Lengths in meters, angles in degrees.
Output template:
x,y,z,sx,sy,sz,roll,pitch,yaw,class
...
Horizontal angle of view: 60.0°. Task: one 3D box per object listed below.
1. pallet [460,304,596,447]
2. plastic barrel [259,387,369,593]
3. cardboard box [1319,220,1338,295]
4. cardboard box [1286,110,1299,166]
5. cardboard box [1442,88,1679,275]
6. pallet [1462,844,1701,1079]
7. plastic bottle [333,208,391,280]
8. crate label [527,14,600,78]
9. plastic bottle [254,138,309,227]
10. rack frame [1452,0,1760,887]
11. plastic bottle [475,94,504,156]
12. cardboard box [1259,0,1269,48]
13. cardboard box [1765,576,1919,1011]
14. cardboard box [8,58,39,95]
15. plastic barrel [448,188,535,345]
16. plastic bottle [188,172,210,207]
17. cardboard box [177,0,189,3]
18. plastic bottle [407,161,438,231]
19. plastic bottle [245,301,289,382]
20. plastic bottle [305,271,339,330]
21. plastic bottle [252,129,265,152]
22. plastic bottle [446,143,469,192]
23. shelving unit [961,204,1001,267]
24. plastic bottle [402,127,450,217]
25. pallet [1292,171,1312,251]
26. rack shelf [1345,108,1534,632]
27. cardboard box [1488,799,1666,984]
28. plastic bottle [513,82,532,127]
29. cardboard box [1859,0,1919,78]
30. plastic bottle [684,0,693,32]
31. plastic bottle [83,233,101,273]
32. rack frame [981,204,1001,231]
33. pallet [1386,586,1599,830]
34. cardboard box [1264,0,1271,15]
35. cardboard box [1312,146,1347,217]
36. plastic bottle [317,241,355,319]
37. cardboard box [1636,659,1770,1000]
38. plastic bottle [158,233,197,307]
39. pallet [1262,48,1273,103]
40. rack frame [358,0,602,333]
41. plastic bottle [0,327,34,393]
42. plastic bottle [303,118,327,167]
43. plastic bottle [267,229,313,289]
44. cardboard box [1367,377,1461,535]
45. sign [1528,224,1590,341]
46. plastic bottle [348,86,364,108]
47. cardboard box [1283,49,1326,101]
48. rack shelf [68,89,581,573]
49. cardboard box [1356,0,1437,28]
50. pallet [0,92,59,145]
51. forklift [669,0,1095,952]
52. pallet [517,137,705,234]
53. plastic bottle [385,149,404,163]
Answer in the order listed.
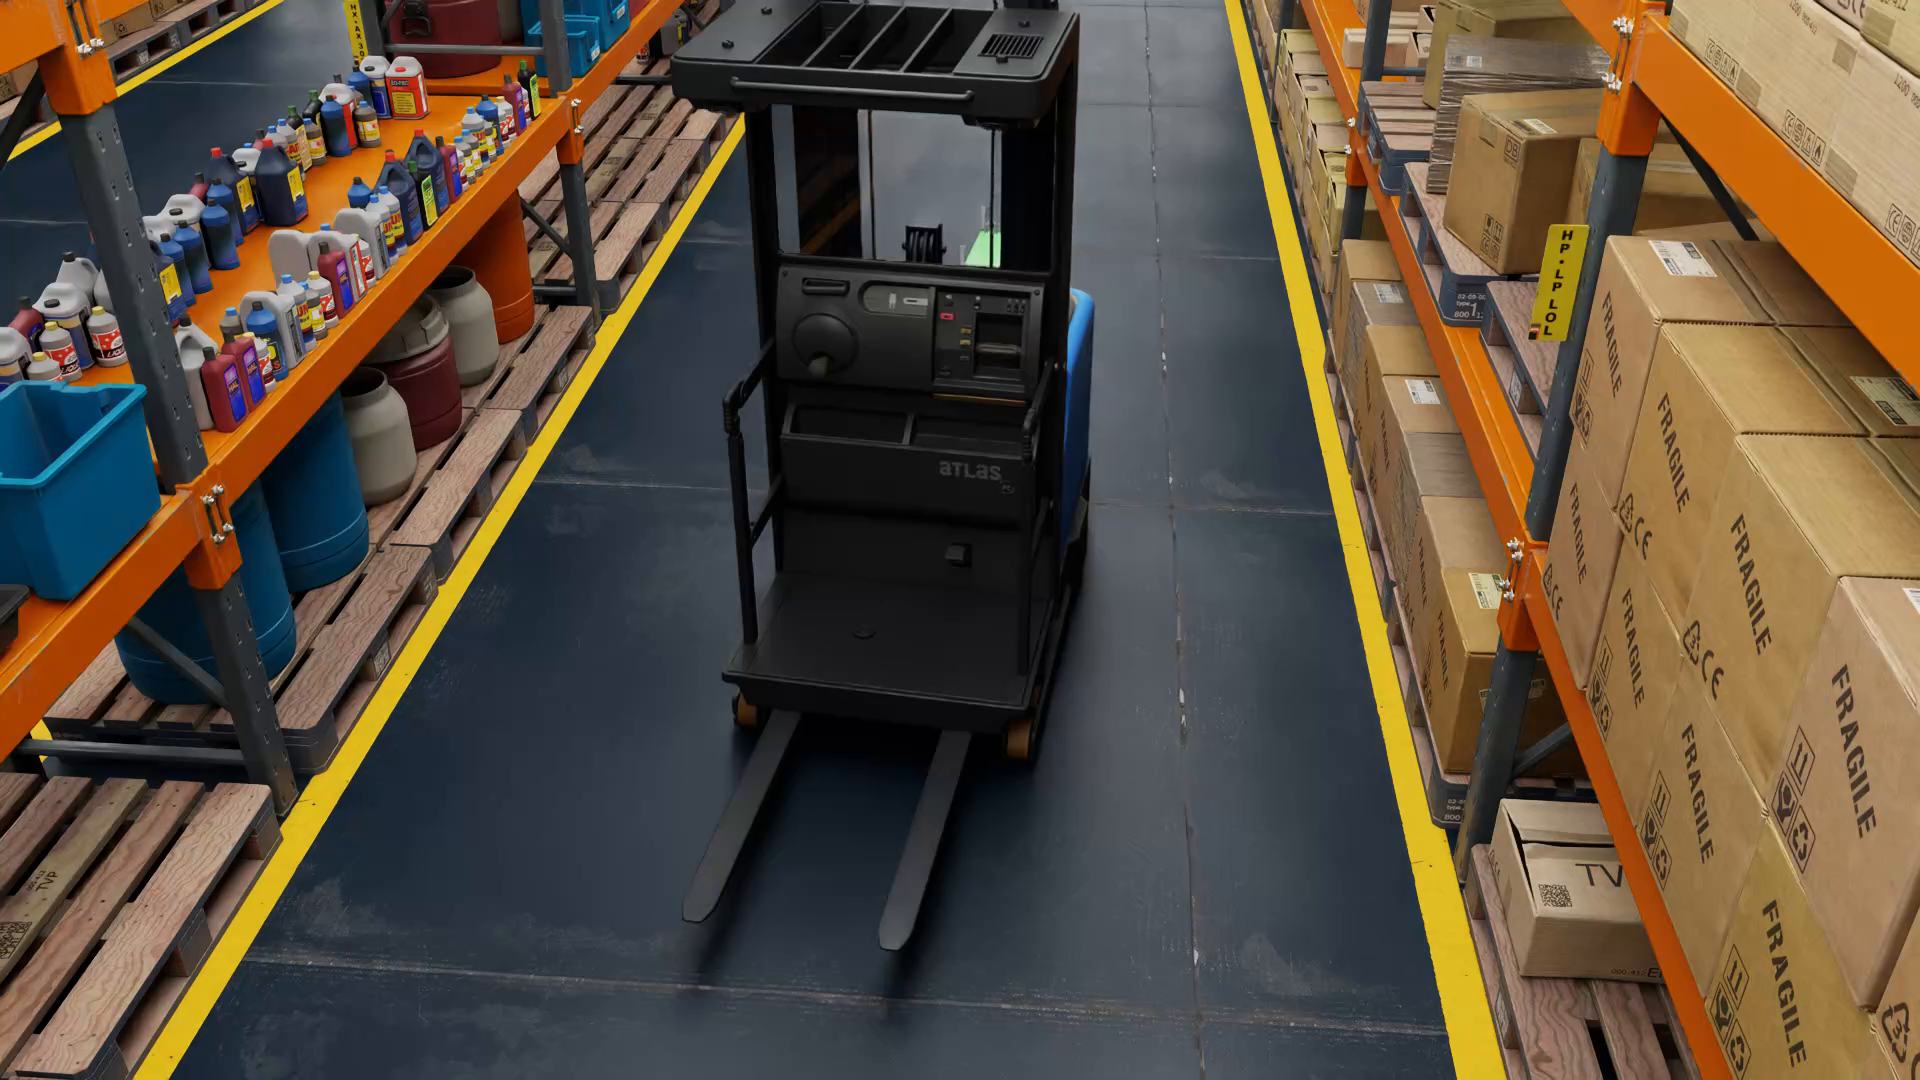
x,y,z,sx,sy,sz,roll,pitch,yaw,class
-2.504,-0.864,8.451,1.003,0.211,1.213,2,32,4,pallet
-2.688,-0.313,6.499,0.600,0.901,0.708,2,32,4,plastic barrel
2.255,-1.546,9.120,0.500,0.250,0.500,3,32,5,cardboard box
2.419,-2.613,10.852,0.500,0.250,0.500,2,32,2,cardboard box
2.212,-1.308,6.018,0.700,0.500,0.500,-5,32,-9,cardboard box
2.073,1.386,4.800,1.003,0.211,1.213,2,32,4,pallet
-2.295,-1.152,6.379,0.152,0.276,0.135,2,32,4,plastic bottle
-2.073,-2.598,8.767,0.303,0.233,0.416,2,32,4,crate label
-2.806,-1.487,6.851,0.144,0.351,0.185,2,32,4,plastic bottle
2.130,-0.160,4.651,1.000,3.000,0.127,2,32,4,rack frame
-2.151,-1.899,7.595,0.097,0.271,0.097,0,32,0,plastic bottle
2.678,-4.127,13.308,0.500,0.250,0.500,2,32,4,cardboard box
1.686,0.415,2.670,0.500,0.500,0.500,3,32,6,cardboard box
-7.164,-3.572,12.150,0.700,0.500,0.500,0,32,0,cardboard box
-2.504,-1.464,8.434,0.600,0.830,0.708,2,32,4,plastic barrel
-3.023,-1.313,6.633,0.061,0.283,0.133,2,32,4,plastic bottle
-6.918,-5.008,14.500,0.500,0.500,0.500,5,32,9,cardboard box
-2.208,-1.422,6.810,0.061,0.283,0.133,2,32,4,plastic bottle
-2.342,-0.674,5.608,0.097,0.271,0.097,0,32,0,plastic bottle
-2.307,-0.868,5.988,0.097,0.201,0.097,0,32,0,plastic bottle
-2.978,-1.601,7.100,0.061,0.283,0.133,2,32,4,plastic bottle
-2.191,-1.615,7.200,0.097,0.201,0.097,0,32,0,plastic bottle
0.168,-0.842,7.473,0.258,1.200,0.503,6,32,9,shelving unit
-2.237,-1.536,6.930,0.144,0.351,0.185,2,32,4,plastic bottle
2.663,-2.130,10.505,1.003,0.211,1.213,2,32,4,pallet
2.293,-0.900,6.537,1.077,0.370,4.000,2,32,4,rack shelf
1.880,1.007,4.900,0.500,0.311,0.500,2,32,4,cardboard box
-2.117,-2.092,7.974,0.097,0.201,0.097,0,32,0,plastic bottle
1.751,-0.820,2.529,0.500,0.250,0.500,2,32,4,cardboard box
-2.225,-4.287,13.517,0.061,0.283,0.133,2,32,4,plastic bottle
-3.043,-0.944,5.970,0.144,0.351,0.185,2,32,4,plastic bottle
0.215,-0.968,7.677,0.240,1.200,0.015,6,32,9,rack frame
2.158,0.600,6.075,1.003,0.211,1.213,2,32,4,pallet
2.690,-4.445,13.110,0.500,0.500,0.500,2,32,4,cardboard box
2.288,-2.055,9.412,0.500,0.311,0.500,2,32,3,cardboard box
-2.280,-0.962,6.063,0.061,0.283,0.133,2,32,4,plastic bottle
1.735,0.581,3.352,0.500,0.500,0.500,2,32,4,cardboard box
-2.900,-0.998,6.133,0.097,0.271,0.097,0,32,0,plastic bottle
2.888,-3.571,12.842,1.003,0.211,1.213,2,32,4,pallet
-2.481,-2.465,8.392,1.000,3.000,0.127,2,32,4,rack frame
-3.097,-0.541,5.387,0.152,0.276,0.135,2,32,4,plastic bottle
-2.924,-1.797,7.497,0.097,0.201,0.097,0,32,0,plastic bottle
-2.466,-1.037,6.193,0.152,0.276,0.135,2,32,4,plastic bottle
2.013,-0.340,6.906,0.500,0.500,0.500,1,32,2,cardboard box
1.576,-0.675,4.383,0.100,0.325,0.005,2,32,4,sign
-2.883,-2.058,7.920,0.097,0.201,0.097,0,32,0,plastic bottle
2.453,-3.123,11.145,0.500,0.311,0.500,2,32,3,cardboard box
-2.644,-1.113,6.883,1.077,0.370,4.000,2,32,4,rack shelf
2.576,-3.173,9.444,0.500,0.500,0.500,1,32,1,cardboard box
-7.154,-3.174,12.200,1.003,0.211,1.213,2,32,4,pallet
-0.216,-0.667,5.539,1.130,2.935,3.031,6,32,9,forklift
-2.278,-2.318,10.810,1.003,0.211,1.213,2,32,4,pallet
-2.341,-1.498,6.933,0.061,0.283,0.133,2,32,4,plastic bottle
